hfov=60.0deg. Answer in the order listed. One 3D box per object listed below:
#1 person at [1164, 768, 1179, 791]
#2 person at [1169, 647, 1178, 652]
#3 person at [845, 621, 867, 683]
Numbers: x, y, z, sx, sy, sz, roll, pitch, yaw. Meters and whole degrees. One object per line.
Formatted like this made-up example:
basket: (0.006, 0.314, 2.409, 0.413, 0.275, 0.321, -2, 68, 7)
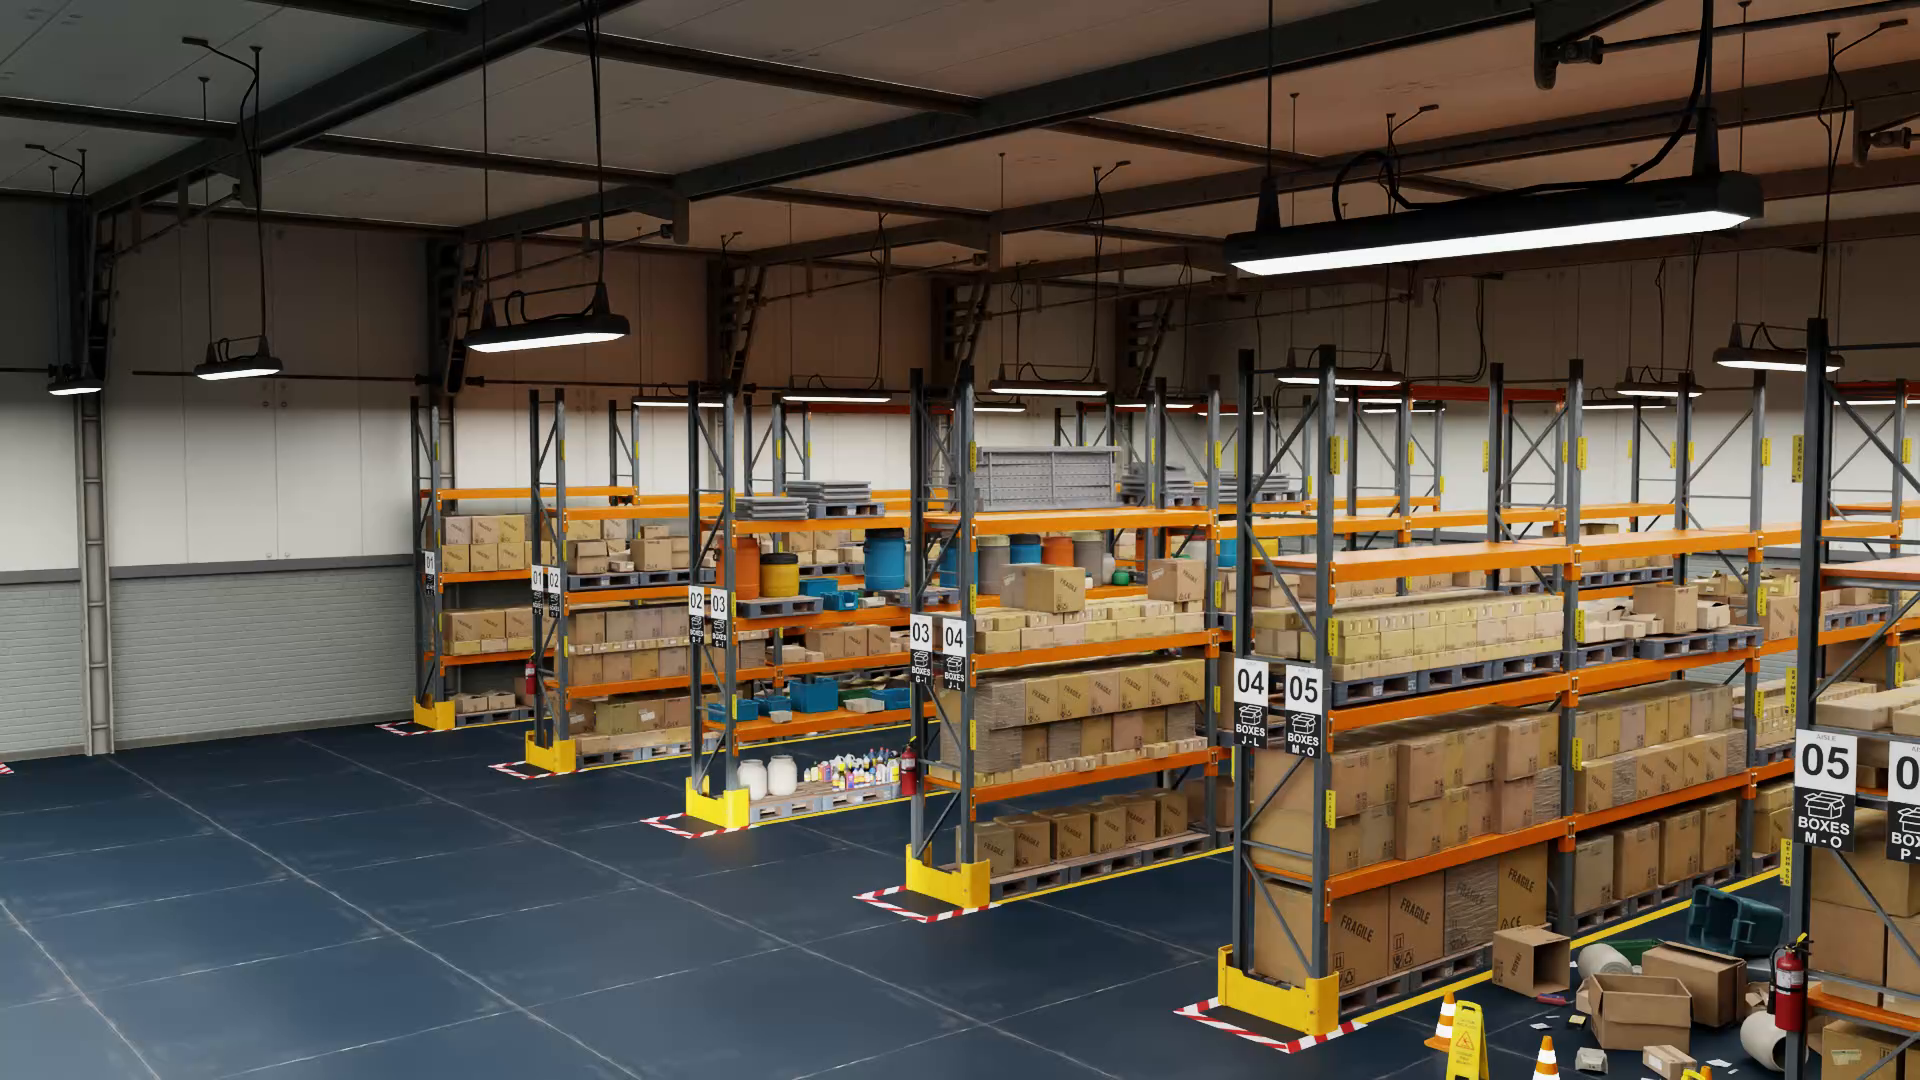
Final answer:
person: (2.870, 2.893, 23.221, 0.424, 1.775, 0.610, 2, 4, 33)
person: (4.127, 2.493, 31.669, 0.496, 1.609, 0.342, -2, 4, -36)
person: (-2.075, 2.358, 33.163, 0.481, 1.675, 0.507, 0, 3, -3)
